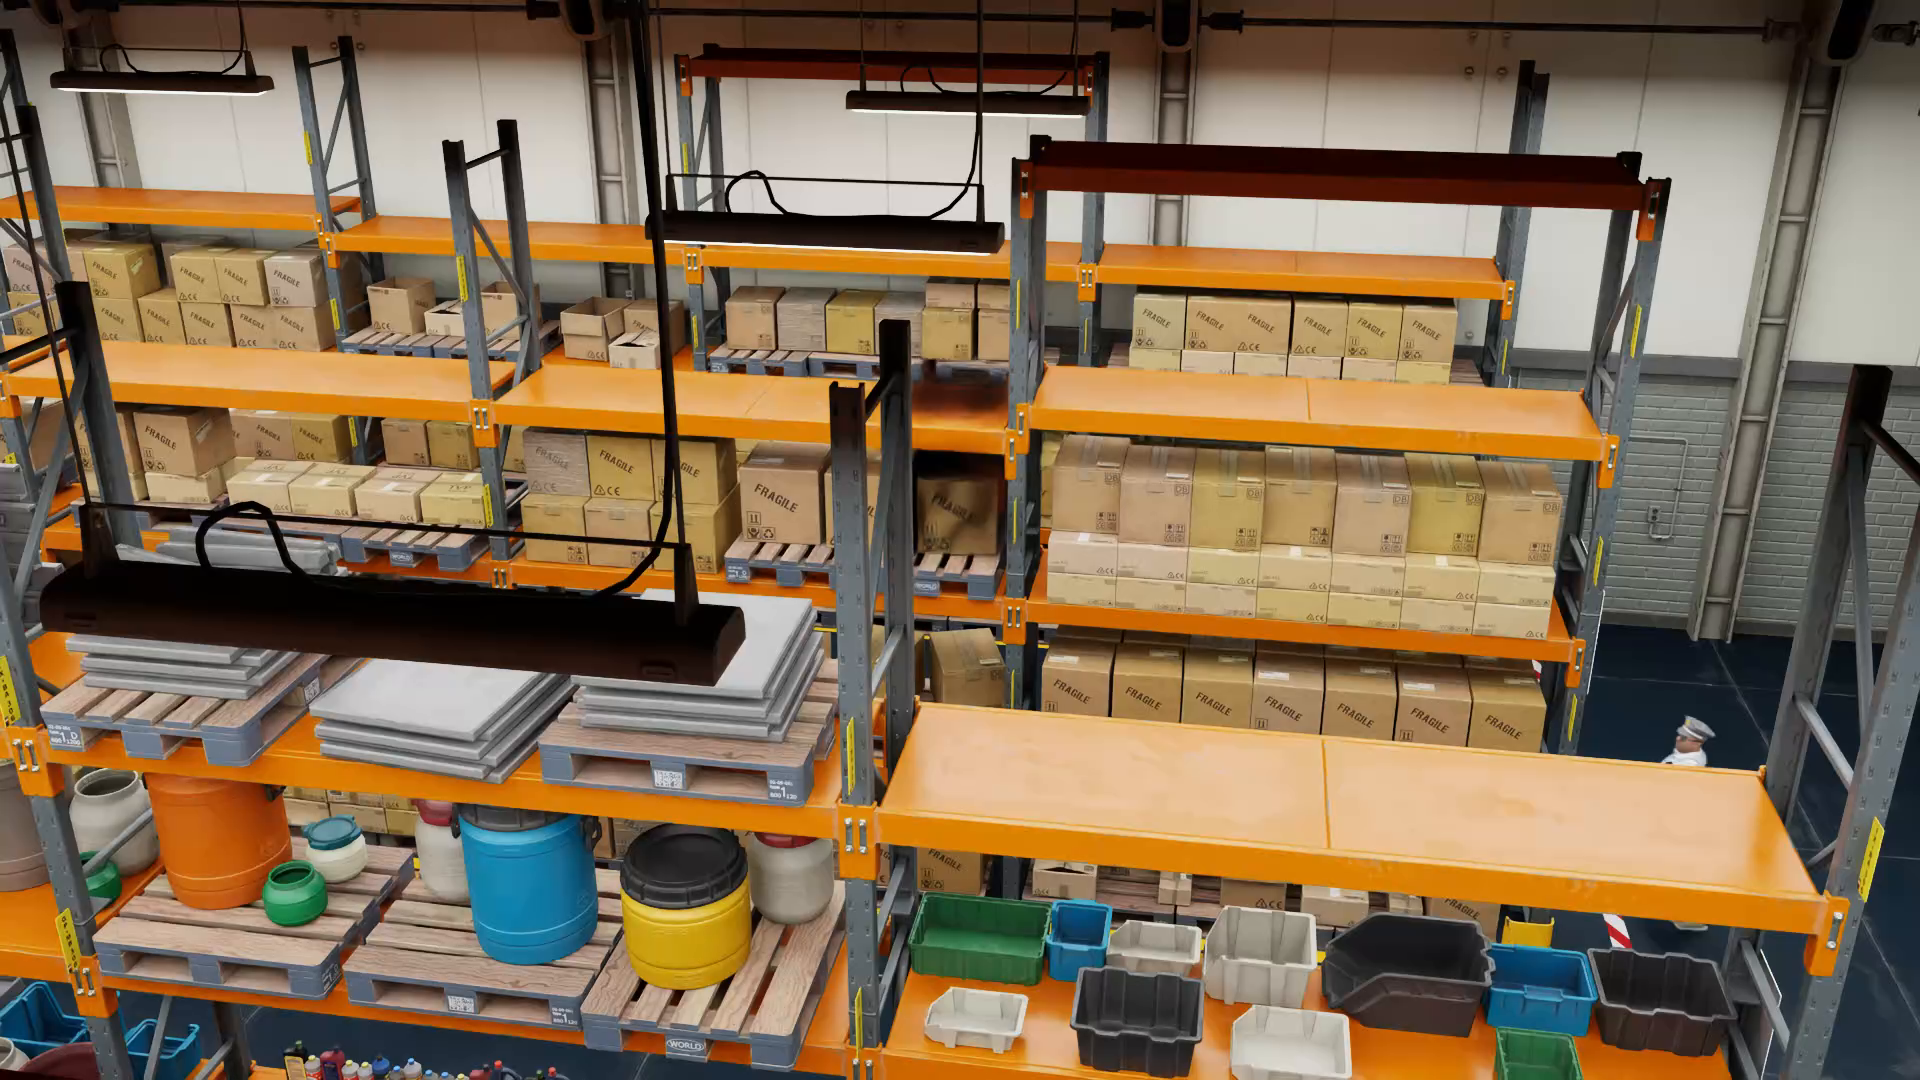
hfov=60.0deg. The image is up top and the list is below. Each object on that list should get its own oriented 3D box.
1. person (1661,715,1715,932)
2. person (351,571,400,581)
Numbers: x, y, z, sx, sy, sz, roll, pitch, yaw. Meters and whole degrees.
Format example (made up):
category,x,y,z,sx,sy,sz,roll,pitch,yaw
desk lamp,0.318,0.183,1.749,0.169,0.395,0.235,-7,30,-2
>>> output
category,x,y,z,sx,sy,sz,roll,pitch,yaw
person,5.580,2.167,13.017,0.597,1.731,1.019,-15,27,-32
person,-6.118,0.451,17.418,0.506,1.635,0.332,3,23,7
